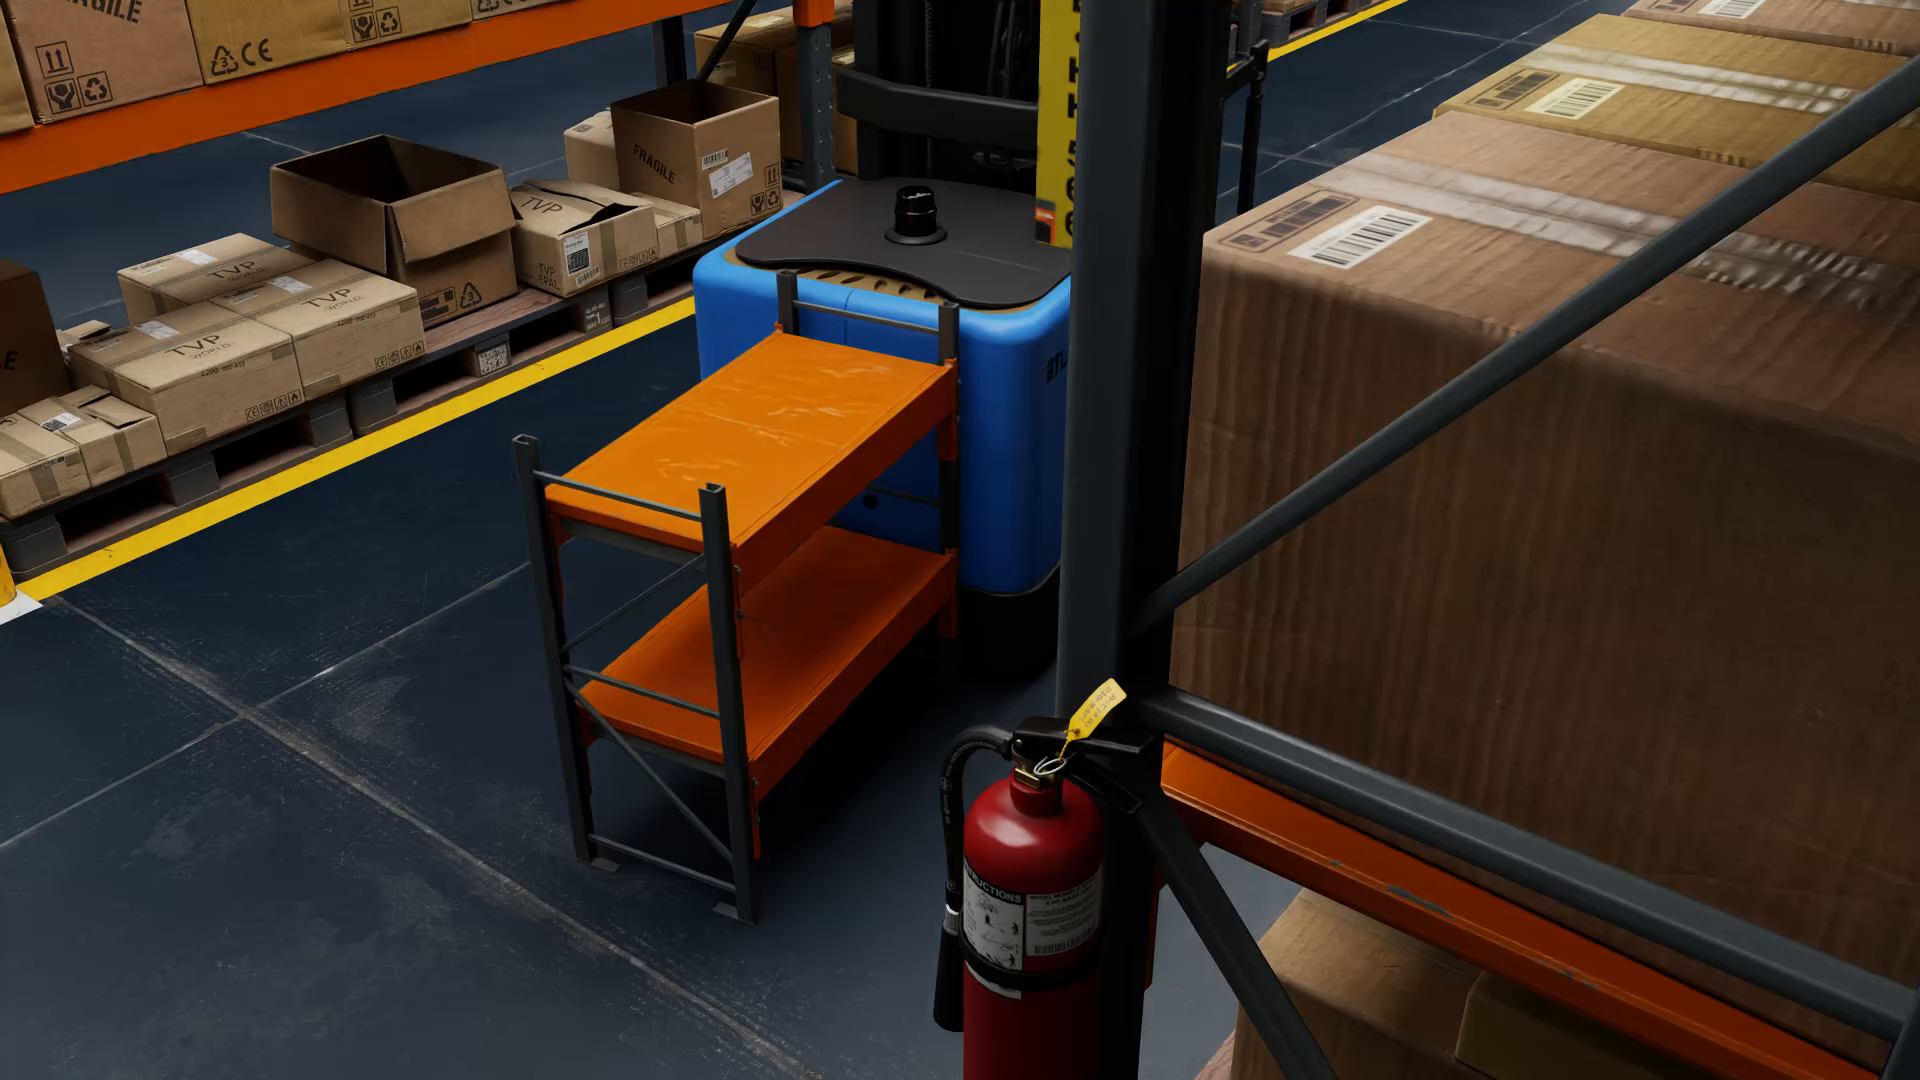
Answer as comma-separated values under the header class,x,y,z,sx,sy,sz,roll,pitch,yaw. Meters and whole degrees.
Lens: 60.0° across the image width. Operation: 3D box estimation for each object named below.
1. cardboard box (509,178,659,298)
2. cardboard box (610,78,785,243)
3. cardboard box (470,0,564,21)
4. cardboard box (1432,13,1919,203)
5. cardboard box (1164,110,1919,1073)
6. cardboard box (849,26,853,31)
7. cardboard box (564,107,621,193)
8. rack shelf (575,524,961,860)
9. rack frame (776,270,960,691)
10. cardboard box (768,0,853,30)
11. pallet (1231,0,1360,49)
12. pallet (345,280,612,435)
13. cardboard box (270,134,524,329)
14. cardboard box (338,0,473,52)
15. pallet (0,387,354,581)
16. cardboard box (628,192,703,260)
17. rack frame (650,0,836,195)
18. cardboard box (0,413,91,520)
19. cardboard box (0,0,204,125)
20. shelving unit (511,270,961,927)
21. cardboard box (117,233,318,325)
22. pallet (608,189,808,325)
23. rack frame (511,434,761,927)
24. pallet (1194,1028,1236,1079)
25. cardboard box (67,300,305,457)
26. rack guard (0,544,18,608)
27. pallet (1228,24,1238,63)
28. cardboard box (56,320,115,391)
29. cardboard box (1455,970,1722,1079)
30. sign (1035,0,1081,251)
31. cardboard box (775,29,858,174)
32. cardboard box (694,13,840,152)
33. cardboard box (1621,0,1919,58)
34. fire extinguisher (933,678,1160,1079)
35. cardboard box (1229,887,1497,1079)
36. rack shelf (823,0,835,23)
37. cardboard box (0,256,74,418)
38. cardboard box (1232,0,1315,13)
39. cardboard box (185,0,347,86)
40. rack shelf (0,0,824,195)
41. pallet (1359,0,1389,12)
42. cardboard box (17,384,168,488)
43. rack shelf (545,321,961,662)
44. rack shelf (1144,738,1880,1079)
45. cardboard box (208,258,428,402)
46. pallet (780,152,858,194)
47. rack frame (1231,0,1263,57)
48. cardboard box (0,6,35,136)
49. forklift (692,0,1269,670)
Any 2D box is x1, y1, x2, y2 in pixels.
class,x,y,z,sx,sy,sz,roll,pitch,yaw
cardboard box,-1.561,-1.236,6.598,0.500,0.311,0.500,21,37,31
cardboard box,-1.108,-1.622,7.065,0.500,0.500,0.500,21,37,31
cardboard box,-1.706,-2.168,5.868,0.500,0.500,0.500,22,37,32
cardboard box,1.277,-0.316,2.548,0.980,0.700,0.700,21,36,31
cardboard box,0.847,-0.017,2.043,0.980,0.700,0.700,23,38,33
cardboard box,-0.191,-2.283,8.180,0.500,0.500,0.500,22,37,32
cardboard box,-1.416,-1.755,7.475,0.500,0.311,0.500,21,37,31
rack shelf,-0.458,0.308,4.107,0.538,0.278,1.000,14,34,23
rack frame,-0.231,-0.134,4.374,0.500,1.125,0.032,14,34,23
cardboard box,-0.616,-2.428,8.425,0.500,0.500,0.500,21,37,31
pallet,1.952,-3.576,11.076,1.003,0.211,1.213,21,37,31
pallet,-2.141,-0.850,6.478,1.003,0.211,1.213,21,37,31
cardboard box,-2.120,-1.177,6.311,0.797,0.503,0.637,21,37,31
cardboard box,-2.011,-1.960,5.517,0.500,0.500,0.500,22,37,32
pallet,-2.878,-0.356,5.645,1.003,0.211,1.213,21,37,31
cardboard box,-1.286,-1.300,6.866,0.380,0.149,0.250,21,37,31
rack frame,-0.990,-2.827,7.078,1.000,3.000,0.127,21,37,31
cardboard box,-2.878,-0.228,5.058,0.380,0.149,0.250,21,37,31
cardboard box,-2.619,-1.554,4.833,0.500,0.500,0.500,21,36,31
shelving unit,-0.458,0.098,3.982,0.538,1.125,1.048,14,34,23
cardboard box,-2.675,-0.881,6.060,0.500,0.250,0.500,21,37,31
pallet,-1.405,-1.348,7.318,1.003,0.211,1.213,21,37,31
rack frame,-0.684,0.330,3.591,0.500,1.125,0.032,14,34,23
pallet,0.967,1.173,3.064,1.003,0.211,1.213,21,37,31
cardboard box,-2.548,-0.544,5.492,0.500,0.250,0.500,21,37,31
rack guard,-3.359,-0.156,5.024,1.175,0.500,0.348,21,37,31
pallet,0.944,-2.961,10.040,1.003,0.211,1.213,21,37,31
cardboard box,-2.957,-0.605,5.676,0.380,0.166,0.250,21,37,31
cardboard box,0.974,0.735,2.472,0.380,0.149,0.250,21,37,32
sign,0.123,-0.451,1.700,0.100,0.325,0.005,21,37,31
cardboard box,-0.504,-2.062,7.808,0.500,0.500,0.500,19,36,29
cardboard box,-0.921,-2.229,8.090,0.500,0.500,0.500,21,37,31
cardboard box,1.745,-0.624,3.066,0.980,0.700,0.700,19,36,29
fire extinguisher,0.088,0.435,2.015,0.296,0.674,0.183,21,37,31
cardboard box,0.890,0.902,2.827,0.700,0.500,0.500,21,37,31
rack shelf,0.217,-3.330,8.633,1.077,0.370,4.000,21,37,31
cardboard box,-3.273,-0.612,5.360,0.500,0.500,0.500,21,37,31
cardboard box,1.975,-3.573,10.622,0.500,0.250,0.500,21,37,31
cardboard box,-2.314,-1.758,5.175,0.500,0.500,0.500,21,37,31
rack shelf,-2.197,-1.704,5.889,1.077,0.370,4.000,21,37,31
pallet,2.689,-4.069,11.909,1.003,0.211,1.213,21,37,31
cardboard box,-2.727,-0.337,5.225,0.380,0.166,0.250,21,37,31
rack shelf,-0.458,-0.154,3.833,0.538,0.278,1.000,14,34,23
rack shelf,1.754,-0.181,3.319,1.077,0.370,4.000,21,37,31
cardboard box,-2.247,-0.747,5.835,0.500,0.250,0.500,21,37,31
pallet,-0.529,-1.969,8.366,1.003,0.211,1.213,21,37,31
rack frame,1.424,-4.453,9.821,1.000,3.000,0.127,21,37,31
cardboard box,-2.927,-1.343,4.476,0.500,0.500,0.500,22,37,32
forklift,0.379,-1.637,5.137,1.130,2.935,3.031,14,34,23
